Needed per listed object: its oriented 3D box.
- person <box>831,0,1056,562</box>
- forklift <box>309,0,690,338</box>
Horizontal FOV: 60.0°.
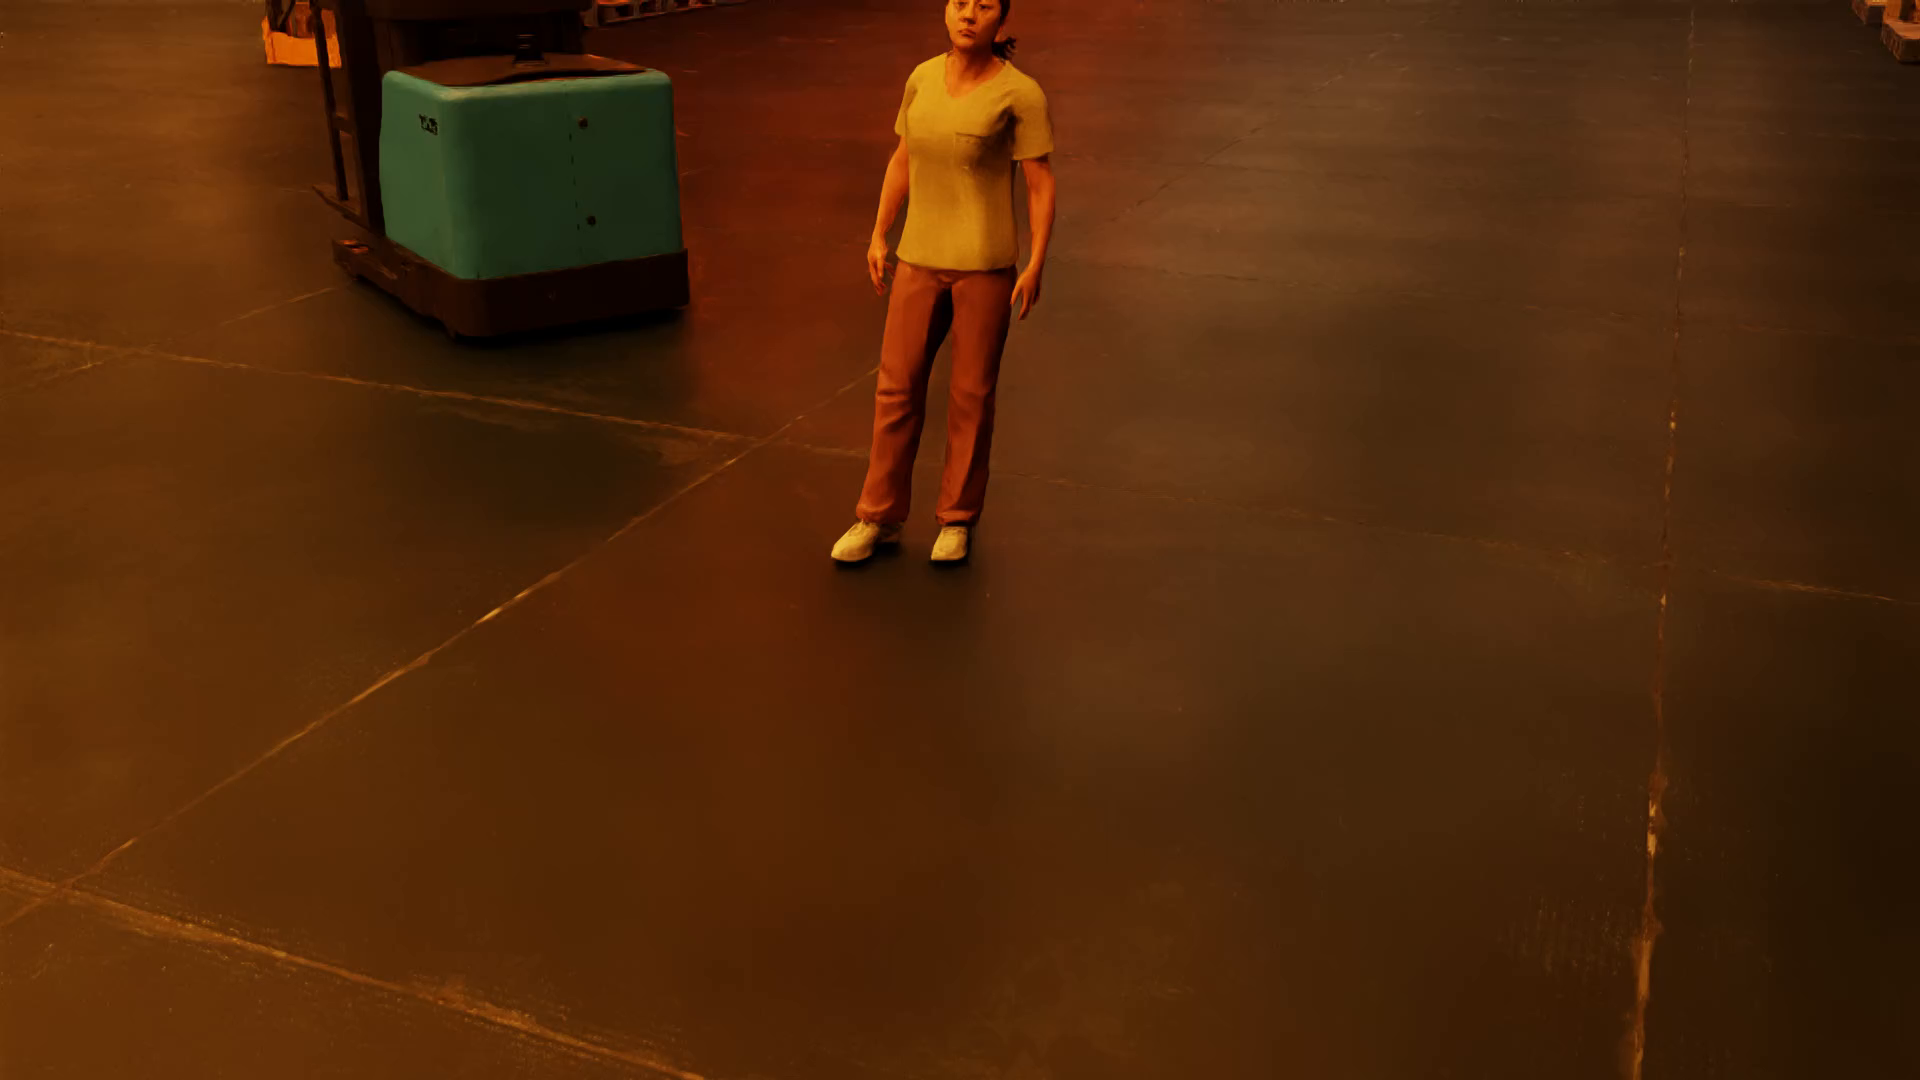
[{"bbox_3d":[-0.044,-0.637,4.747,0.552,1.427,0.526,9,24,21],"label":"person"},{"bbox_3d":[-2.464,-2.713,7.784,1.130,2.935,3.031,-15,27,-32],"label":"forklift"}]
